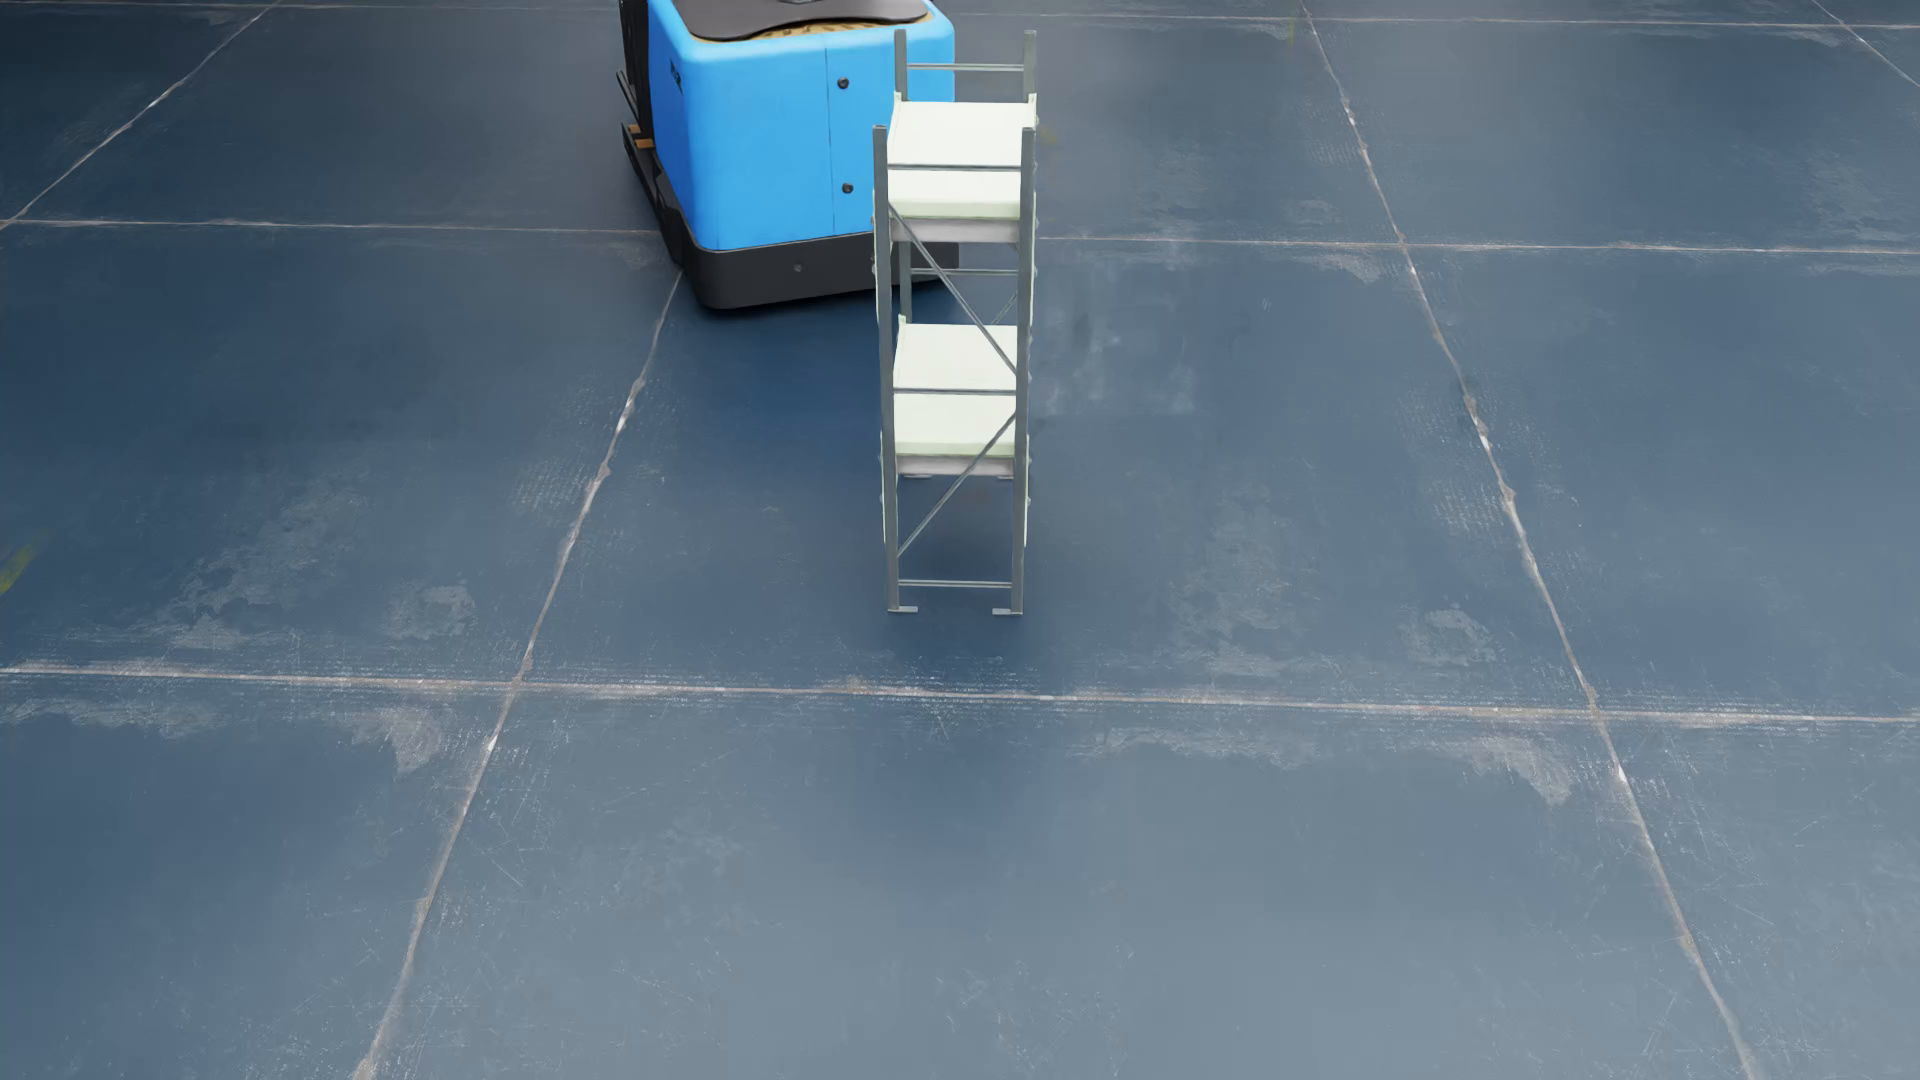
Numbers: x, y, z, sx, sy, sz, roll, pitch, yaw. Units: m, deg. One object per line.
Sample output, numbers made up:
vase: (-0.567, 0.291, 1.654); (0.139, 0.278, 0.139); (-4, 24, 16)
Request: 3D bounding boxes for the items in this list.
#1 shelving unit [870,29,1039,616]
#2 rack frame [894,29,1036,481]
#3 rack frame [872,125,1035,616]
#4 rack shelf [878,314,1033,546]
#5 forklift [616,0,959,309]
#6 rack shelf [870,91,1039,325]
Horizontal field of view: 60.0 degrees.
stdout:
shelving unit: (0.000, -0.610, 4.813); (0.431, 1.500, 0.755); (1, 35, 2)
rack frame: (0.014, -0.820, 5.113); (0.400, 1.500, 0.023); (1, 35, 2)
rack frame: (-0.015, -0.399, 4.514); (0.400, 1.500, 0.023); (1, 35, 2)
rack shelf: (0.000, -0.343, 5.001); (0.431, 0.370, 0.720); (1, 35, 2)
forklift: (-0.941, -2.931, 6.872); (1.130, 2.935, 3.031); (-11, 36, -15)
rack shelf: (0.000, -0.929, 4.589); (0.431, 0.370, 0.720); (1, 35, 2)
